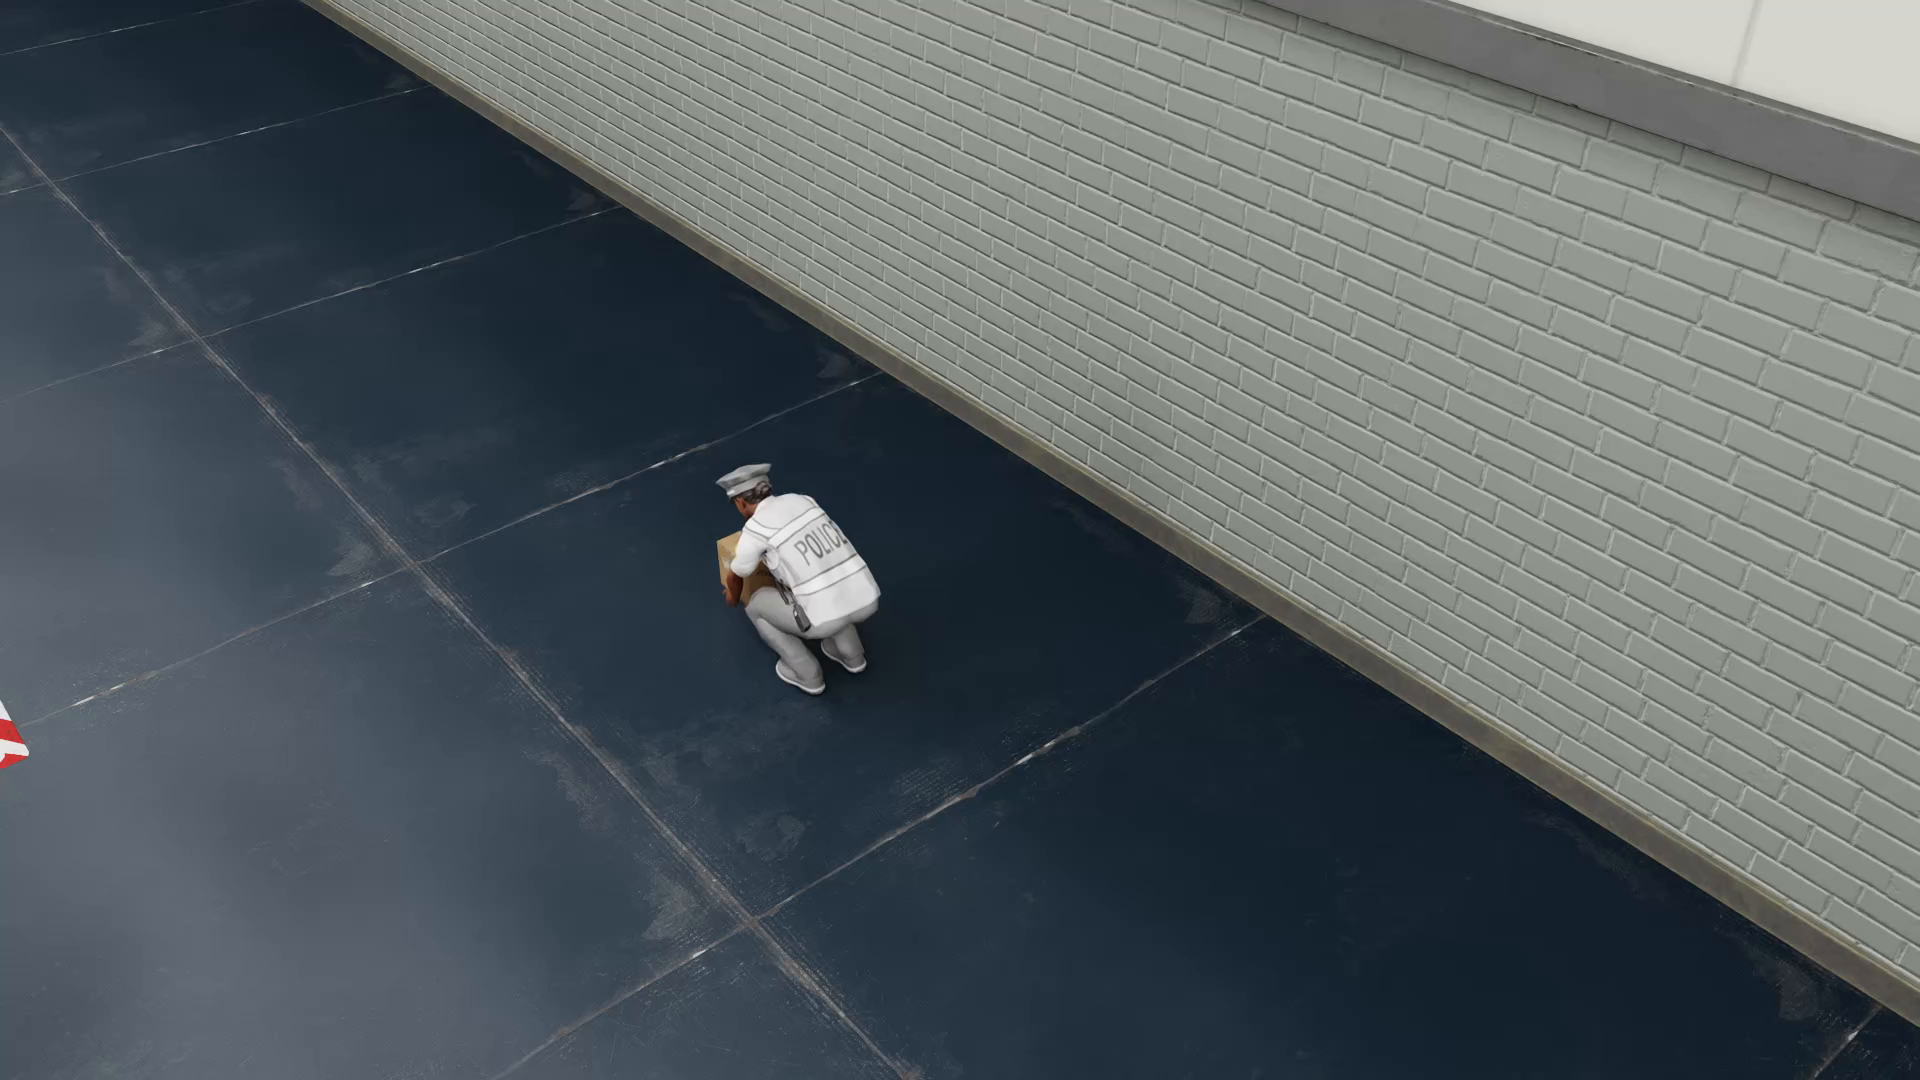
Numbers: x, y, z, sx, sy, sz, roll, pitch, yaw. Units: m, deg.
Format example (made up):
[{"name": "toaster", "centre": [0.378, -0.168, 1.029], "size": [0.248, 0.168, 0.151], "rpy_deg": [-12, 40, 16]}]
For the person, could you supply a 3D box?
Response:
[{"name": "person", "centre": [-0.732, 0.160, 7.454], "size": [0.483, 0.968, 0.836], "rpy_deg": [-27, 44, -31]}]
